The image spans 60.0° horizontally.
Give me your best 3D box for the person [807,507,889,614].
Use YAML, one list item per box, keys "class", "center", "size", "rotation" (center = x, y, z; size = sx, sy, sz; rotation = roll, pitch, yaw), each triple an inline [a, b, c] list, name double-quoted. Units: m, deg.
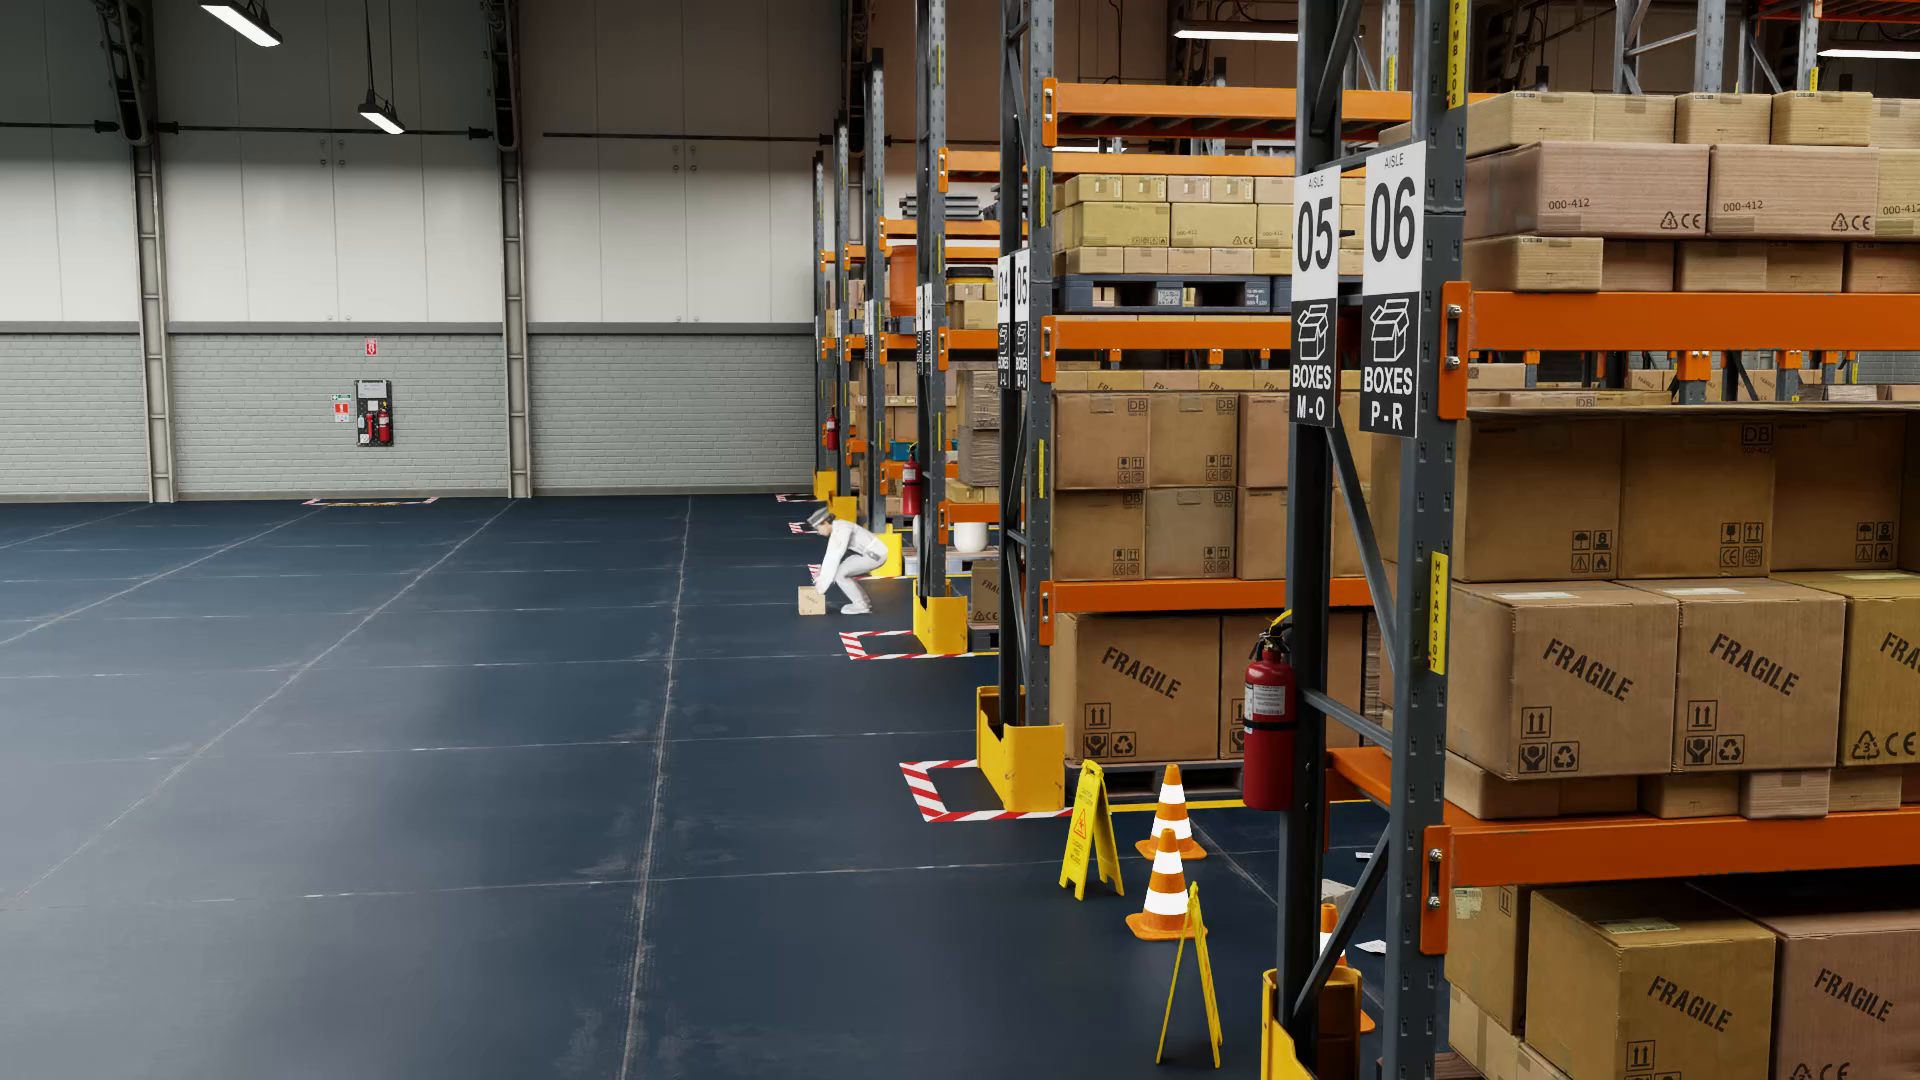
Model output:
- class: "person"
  center: [-1.126, 0.199, 16.707]
  size: [0.826, 1.075, 0.503]
  rotation: [-1, 7, -9]
